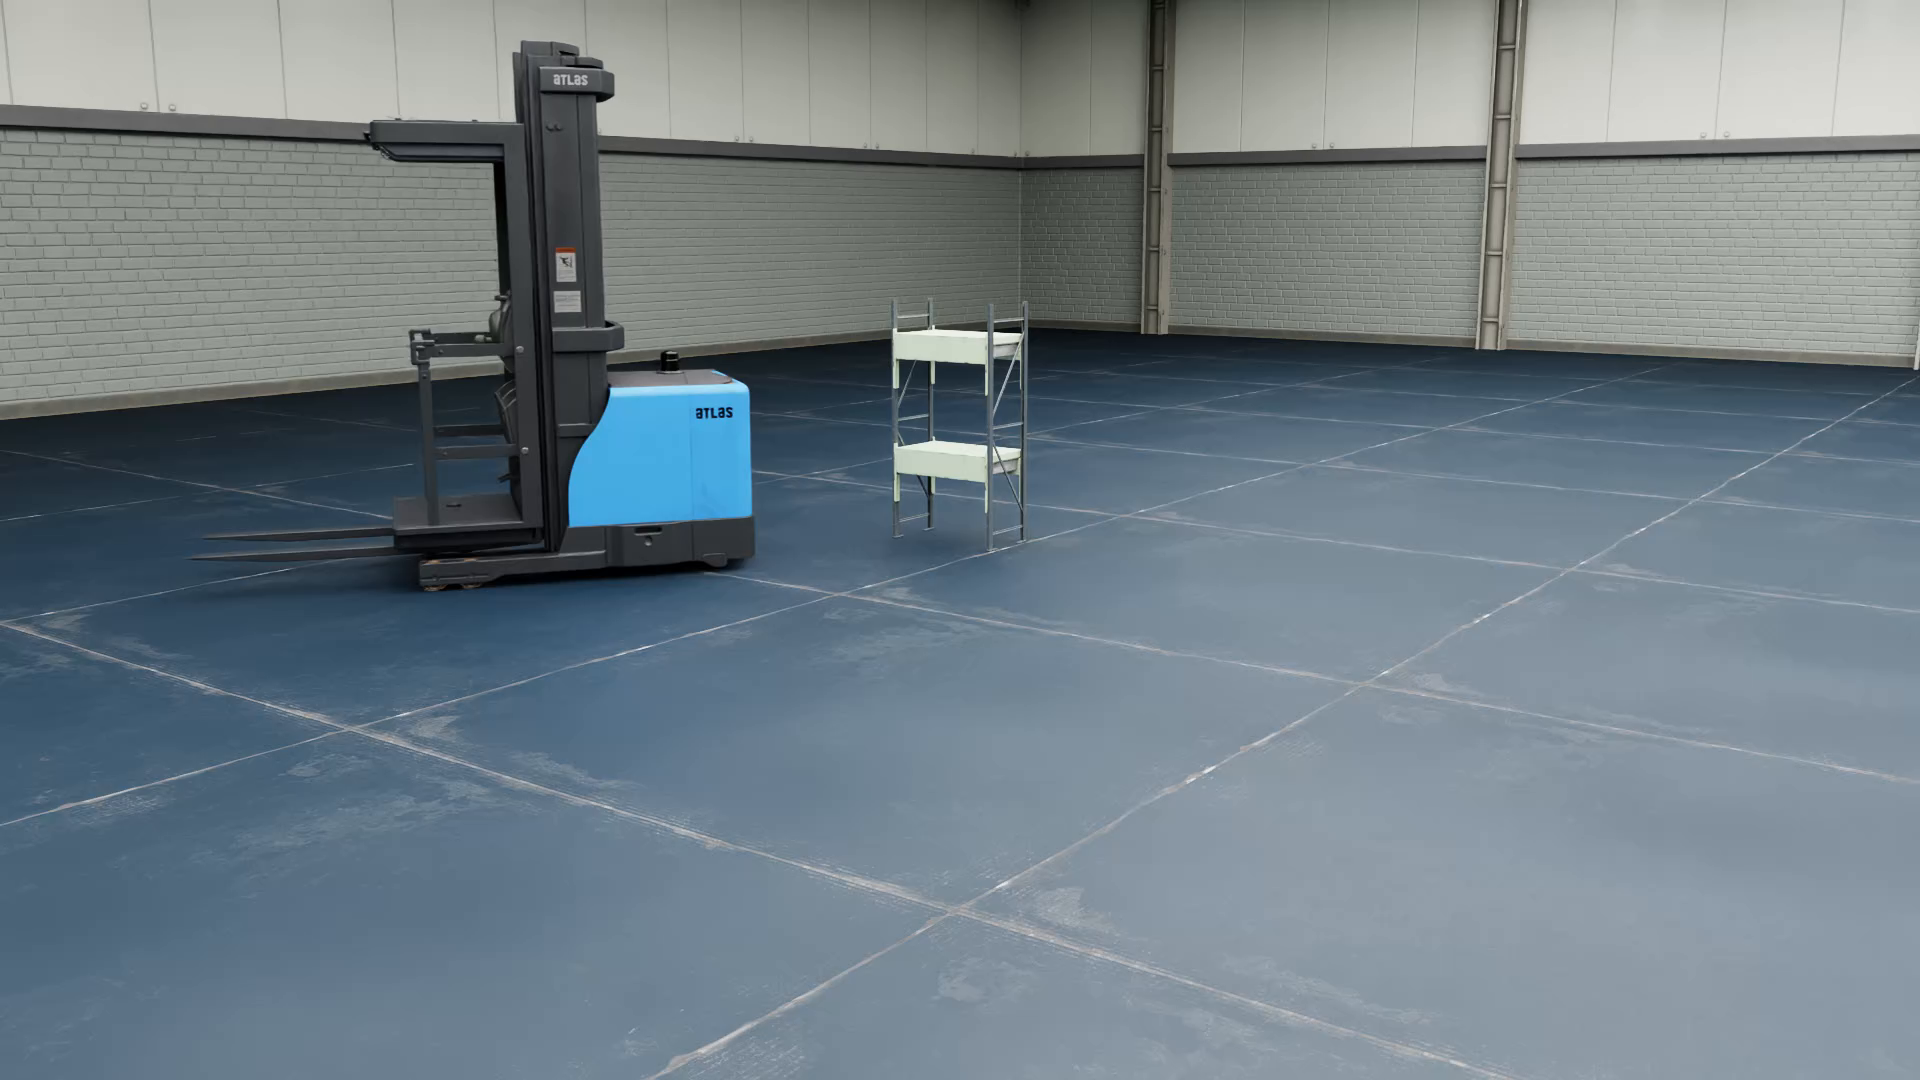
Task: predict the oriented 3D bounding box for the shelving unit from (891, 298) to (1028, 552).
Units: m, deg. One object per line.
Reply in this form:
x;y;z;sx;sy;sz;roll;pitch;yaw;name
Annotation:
-0.005;-0.737;10.391;0.755;1.500;0.431;8;13;36;shelving unit

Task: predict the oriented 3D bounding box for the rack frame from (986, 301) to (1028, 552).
0.290;-0.696;10.178;0.023;1.500;0.400;8;13;36;rack frame

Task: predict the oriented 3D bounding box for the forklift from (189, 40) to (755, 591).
-2.769;-1.272;9.387;3.031;2.935;1.130;-4;12;-18;forklift

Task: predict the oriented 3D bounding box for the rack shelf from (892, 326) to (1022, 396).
-0.005;-1.120;10.317;0.720;0.370;0.431;8;13;36;rack shelf

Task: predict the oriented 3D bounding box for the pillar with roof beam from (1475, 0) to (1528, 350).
5.730;-6.738;21.666;0.400;9.000;9.100;8;13;36;pillar with roof beam

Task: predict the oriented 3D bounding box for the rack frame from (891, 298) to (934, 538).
-0.300;-0.778;10.604;0.023;1.500;0.400;8;13;36;rack frame

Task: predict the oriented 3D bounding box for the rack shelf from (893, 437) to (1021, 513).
-0.005;-0.417;10.453;0.720;0.370;0.431;8;13;36;rack shelf

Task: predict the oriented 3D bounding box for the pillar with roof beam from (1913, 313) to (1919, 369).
10.566;-6.063;18.179;0.400;9.000;9.100;8;13;36;pillar with roof beam

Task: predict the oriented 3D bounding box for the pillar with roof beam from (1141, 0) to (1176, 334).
0.894;-7.412;25.153;0.400;9.000;9.100;8;13;36;pillar with roof beam
